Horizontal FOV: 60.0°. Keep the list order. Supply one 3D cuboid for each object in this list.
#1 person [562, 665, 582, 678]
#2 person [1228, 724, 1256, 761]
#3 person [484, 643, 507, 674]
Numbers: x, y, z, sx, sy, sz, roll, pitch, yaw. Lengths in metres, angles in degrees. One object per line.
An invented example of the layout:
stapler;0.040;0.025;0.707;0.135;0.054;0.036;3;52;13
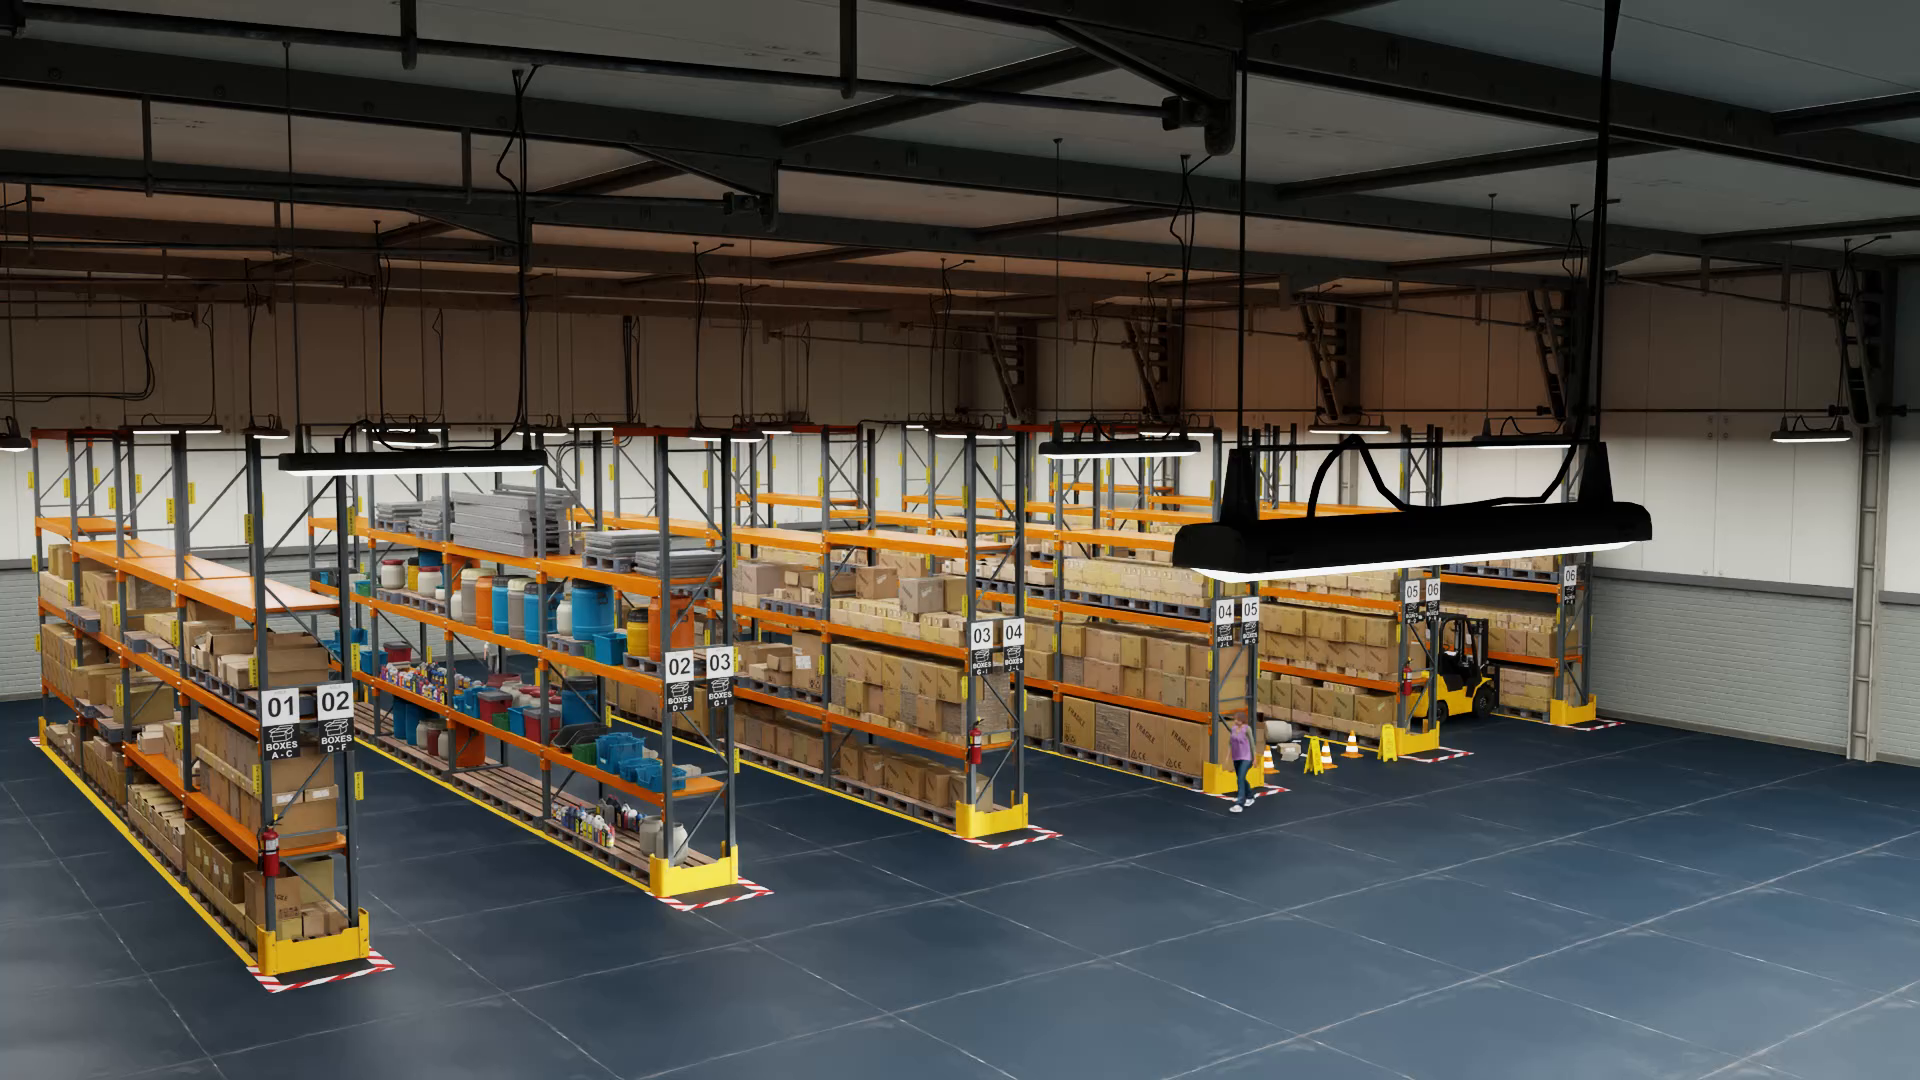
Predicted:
person;-7.720;3.039;33.318;0.488;1.423;0.763;-4;6;-44
person;4.464;3.203;26.330;0.321;0.576;0.418;-3;5;-31
person;-10.489;2.558;37.592;0.488;1.491;0.546;-1;5;-9
